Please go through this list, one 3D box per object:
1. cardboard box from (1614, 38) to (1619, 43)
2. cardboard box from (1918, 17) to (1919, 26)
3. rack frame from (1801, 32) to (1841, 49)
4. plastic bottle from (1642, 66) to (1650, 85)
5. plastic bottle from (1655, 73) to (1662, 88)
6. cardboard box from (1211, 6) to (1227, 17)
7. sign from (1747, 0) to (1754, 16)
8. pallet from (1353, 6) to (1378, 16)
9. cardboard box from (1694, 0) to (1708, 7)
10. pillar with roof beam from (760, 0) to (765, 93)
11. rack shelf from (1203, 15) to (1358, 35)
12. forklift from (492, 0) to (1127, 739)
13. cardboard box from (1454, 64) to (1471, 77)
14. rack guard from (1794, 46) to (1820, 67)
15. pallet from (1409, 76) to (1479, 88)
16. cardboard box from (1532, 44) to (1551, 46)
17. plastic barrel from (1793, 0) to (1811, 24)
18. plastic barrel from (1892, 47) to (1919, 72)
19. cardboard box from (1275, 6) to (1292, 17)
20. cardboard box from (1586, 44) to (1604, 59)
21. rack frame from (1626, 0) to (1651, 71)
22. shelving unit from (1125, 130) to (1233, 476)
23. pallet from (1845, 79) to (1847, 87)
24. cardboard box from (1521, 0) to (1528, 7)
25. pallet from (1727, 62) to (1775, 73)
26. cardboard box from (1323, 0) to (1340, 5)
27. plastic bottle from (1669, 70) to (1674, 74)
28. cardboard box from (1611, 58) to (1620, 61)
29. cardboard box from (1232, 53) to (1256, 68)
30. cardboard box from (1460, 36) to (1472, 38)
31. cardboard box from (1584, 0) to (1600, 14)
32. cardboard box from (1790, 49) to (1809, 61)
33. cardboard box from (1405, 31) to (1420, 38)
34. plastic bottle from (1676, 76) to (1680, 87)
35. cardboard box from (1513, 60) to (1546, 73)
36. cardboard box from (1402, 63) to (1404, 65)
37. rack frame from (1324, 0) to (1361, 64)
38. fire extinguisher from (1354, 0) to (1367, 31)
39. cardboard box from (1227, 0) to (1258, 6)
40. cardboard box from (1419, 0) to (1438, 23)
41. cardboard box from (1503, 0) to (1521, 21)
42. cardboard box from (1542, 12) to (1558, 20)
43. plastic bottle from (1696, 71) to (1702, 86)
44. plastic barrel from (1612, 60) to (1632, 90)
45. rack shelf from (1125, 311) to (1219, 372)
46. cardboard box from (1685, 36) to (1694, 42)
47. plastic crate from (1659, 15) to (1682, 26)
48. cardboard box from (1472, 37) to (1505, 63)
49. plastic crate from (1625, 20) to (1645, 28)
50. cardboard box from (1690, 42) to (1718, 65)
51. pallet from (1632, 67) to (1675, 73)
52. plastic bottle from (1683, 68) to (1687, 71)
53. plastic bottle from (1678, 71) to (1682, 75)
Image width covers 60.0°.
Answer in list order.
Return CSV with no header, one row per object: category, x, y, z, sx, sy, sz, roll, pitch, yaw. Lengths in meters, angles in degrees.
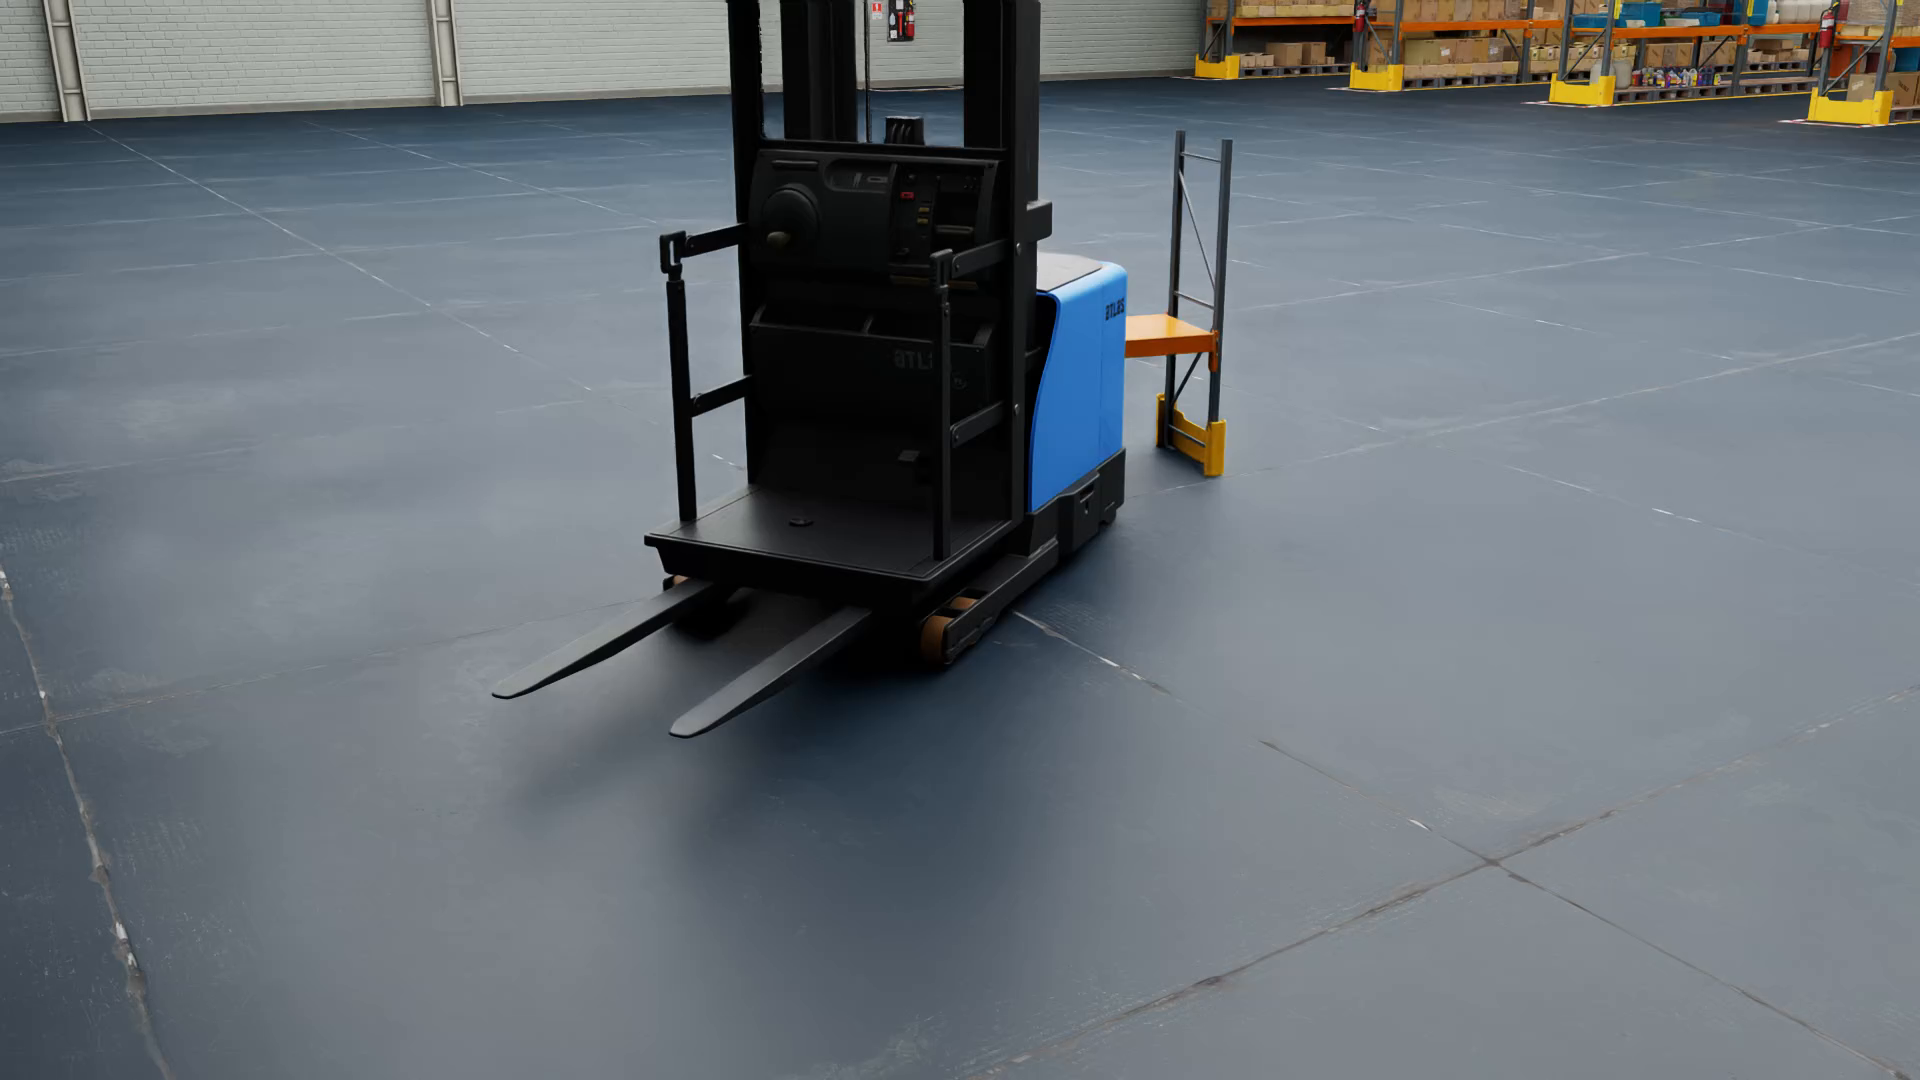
cardboard box,17.362,-13.411,44.977,0.500,0.500,0.700,-11,22,-30
cardboard box,14.807,-8.424,26.358,0.500,0.500,0.875,-12,22,-31
rack frame,21.898,-13.495,41.978,0.127,3.000,1.000,-12,22,-31
plastic bottle,13.027,-8.837,31.649,0.185,0.351,0.144,-11,22,-29
plastic bottle,12.942,-8.503,30.785,0.097,0.271,0.097,0,19,0
cardboard box,6.092,-12.073,37.977,0.500,0.250,0.500,-12,22,-31
sign,14.891,-10.037,31.319,0.005,0.325,0.100,-12,22,-31
pallet,9.867,-12.710,39.957,1.213,0.211,1.003,-12,22,-31
cardboard box,17.116,-12.709,38.841,0.700,0.500,0.500,16,24,39
pillar with roof beam,-1.737,-11.932,27.989,0.400,9.000,9.100,-12,22,-31
rack shelf,7.478,-12.012,38.716,4.000,0.370,1.077,-12,22,-31
forklift,-0.395,-1.130,5.512,1.130,2.935,3.031,9,20,24
cardboard box,10.360,-9.872,34.898,0.500,0.250,0.500,-12,22,-31
rack guard,21.835,-12.297,42.338,0.348,0.500,1.175,-12,22,-31
pallet,10.169,-9.715,35.151,1.213,0.211,1.003,-12,22,-31
cardboard box,12.906,-10.872,36.981,0.500,0.311,0.500,-12,22,-32
plastic barrel,16.491,-10.435,32.715,0.433,0.535,0.433,0,19,0
plastic barrel,20.224,-10.453,35.603,0.708,0.901,0.600,-12,22,-31
cardboard box,7.245,-12.124,38.125,0.500,0.250,0.500,-12,22,-32
cardboard box,14.061,-10.908,37.088,0.500,0.311,0.500,-12,22,-32
rack frame,15.217,-12.086,37.810,0.127,3.000,1.000,-12,22,-31
shelving unit,0.611,-1.044,7.492,1.083,1.500,0.587,-6,20,-18
pallet,18.574,-9.589,34.779,1.213,0.211,1.003,-12,22,-31
cardboard box,14.324,-13.895,42.511,0.500,0.500,0.500,-11,22,-30
pallet,19.132,-11.590,40.697,1.213,0.211,1.003,-12,22,-31
cardboard box,8.510,-12.744,38.788,0.500,0.500,0.500,-12,22,-32
plastic bottle,13.640,-8.882,31.908,0.097,0.271,0.097,0,19,0
cardboard box,14.483,-10.732,37.444,0.500,0.250,0.500,-12,22,-32
cardboard box,6.435,-11.033,38.208,0.500,0.311,0.500,-15,24,-37
cardboard box,10.904,-10.544,35.718,0.500,0.500,0.500,-12,22,-31
cardboard box,13.825,-11.833,36.906,0.500,0.500,0.500,-13,23,-34
cardboard box,20.770,-12.080,41.398,0.500,0.250,0.500,-12,22,-31
cardboard box,10.980,-12.473,41.001,0.500,0.250,0.500,-12,22,-32
plastic bottle,13.395,-8.565,31.079,0.097,0.201,0.097,0,19,0
cardboard box,12.349,-10.282,36.113,0.500,0.250,0.500,-13,22,-33
cardboard box,9.232,-9.838,34.798,0.500,0.250,0.500,-12,22,-31
rack frame,9.149,-12.705,39.643,0.127,3.000,1.000,-12,22,-31
fire extinguisher,8.181,-10.743,33.960,0.183,0.674,0.296,-12,22,-31
cardboard box,6.372,-12.298,37.470,0.500,0.500,0.500,-12,22,-31
cardboard box,9.369,-10.896,34.136,0.500,0.500,0.700,-11,22,-30
cardboard box,11.509,-11.349,35.473,0.500,0.500,0.700,-13,22,-33
cardboard box,12.729,-11.363,36.066,0.250,0.149,0.380,-12,22,-31
plastic bottle,13.945,-8.713,31.388,0.133,0.283,0.061,-10,21,-28
plastic barrel,12.183,-8.596,30.716,0.421,0.512,0.421,0,19,0
rack shelf,0.603,-0.873,7.547,1.000,0.185,0.538,-6,20,-18
cardboard box,17.185,-11.973,39.523,0.500,0.250,0.500,-12,22,-31
plastic crate,13.309,-9.791,31.355,0.662,0.188,0.450,-12,22,-31
cardboard box,11.185,-10.408,35.313,0.500,0.500,0.500,-12,22,-31
plastic crate,12.181,-9.298,29.974,0.250,0.136,0.298,-12,22,-31
cardboard box,17.467,-11.478,39.228,0.500,0.500,0.500,-12,22,-31
pallet,15.861,-10.886,38.615,1.213,0.211,1.003,-12,22,-31
plastic bottle,14.090,-9.032,32.352,0.097,0.271,0.097,0,19,0
plastic bottle,13.591,-8.697,31.340,0.133,0.283,0.061,-12,22,-31
